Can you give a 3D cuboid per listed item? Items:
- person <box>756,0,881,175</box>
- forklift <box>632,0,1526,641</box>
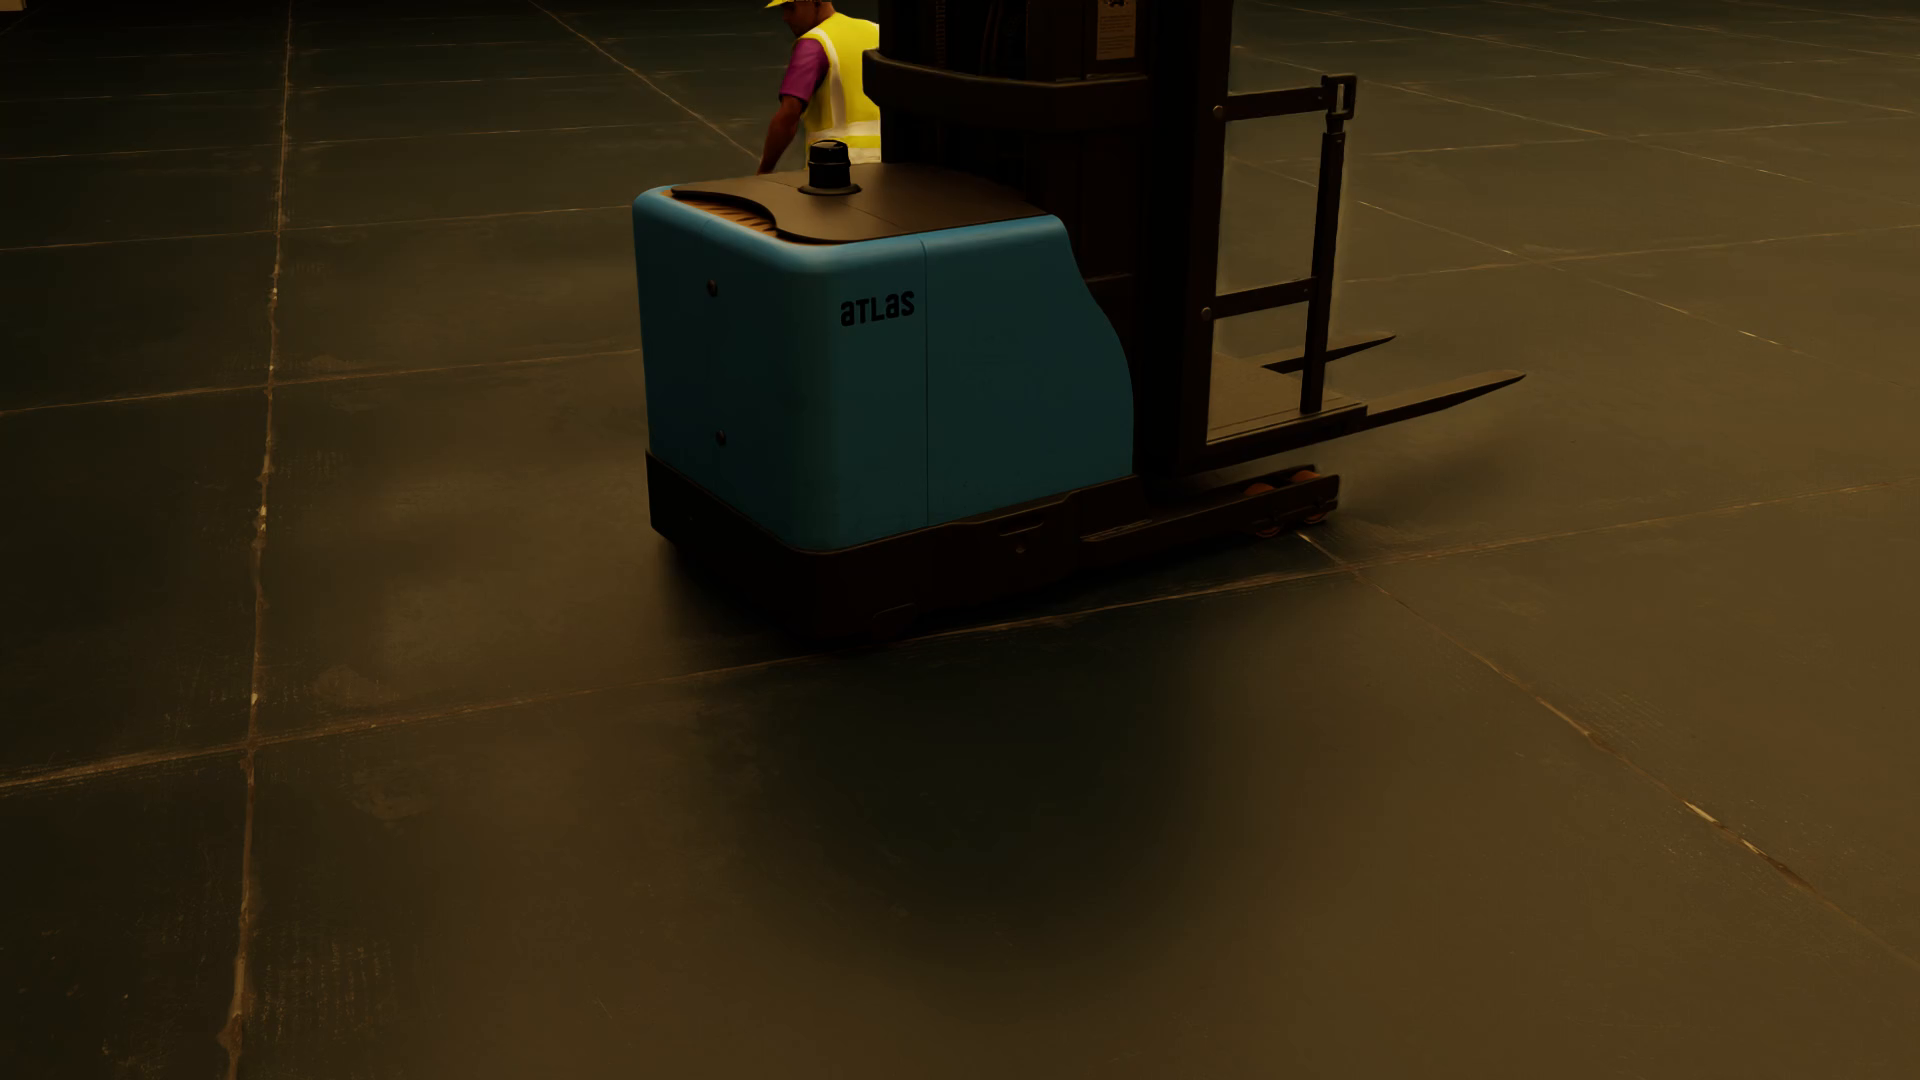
[{"bbox_3d":[-0.443,-1.554,6.797,0.872,1.555,0.647,-14,27,-30],"label":"person"},{"bbox_3d":[0.575,-1.512,4.893,3.031,2.935,1.130,-15,27,-31],"label":"forklift"}]
